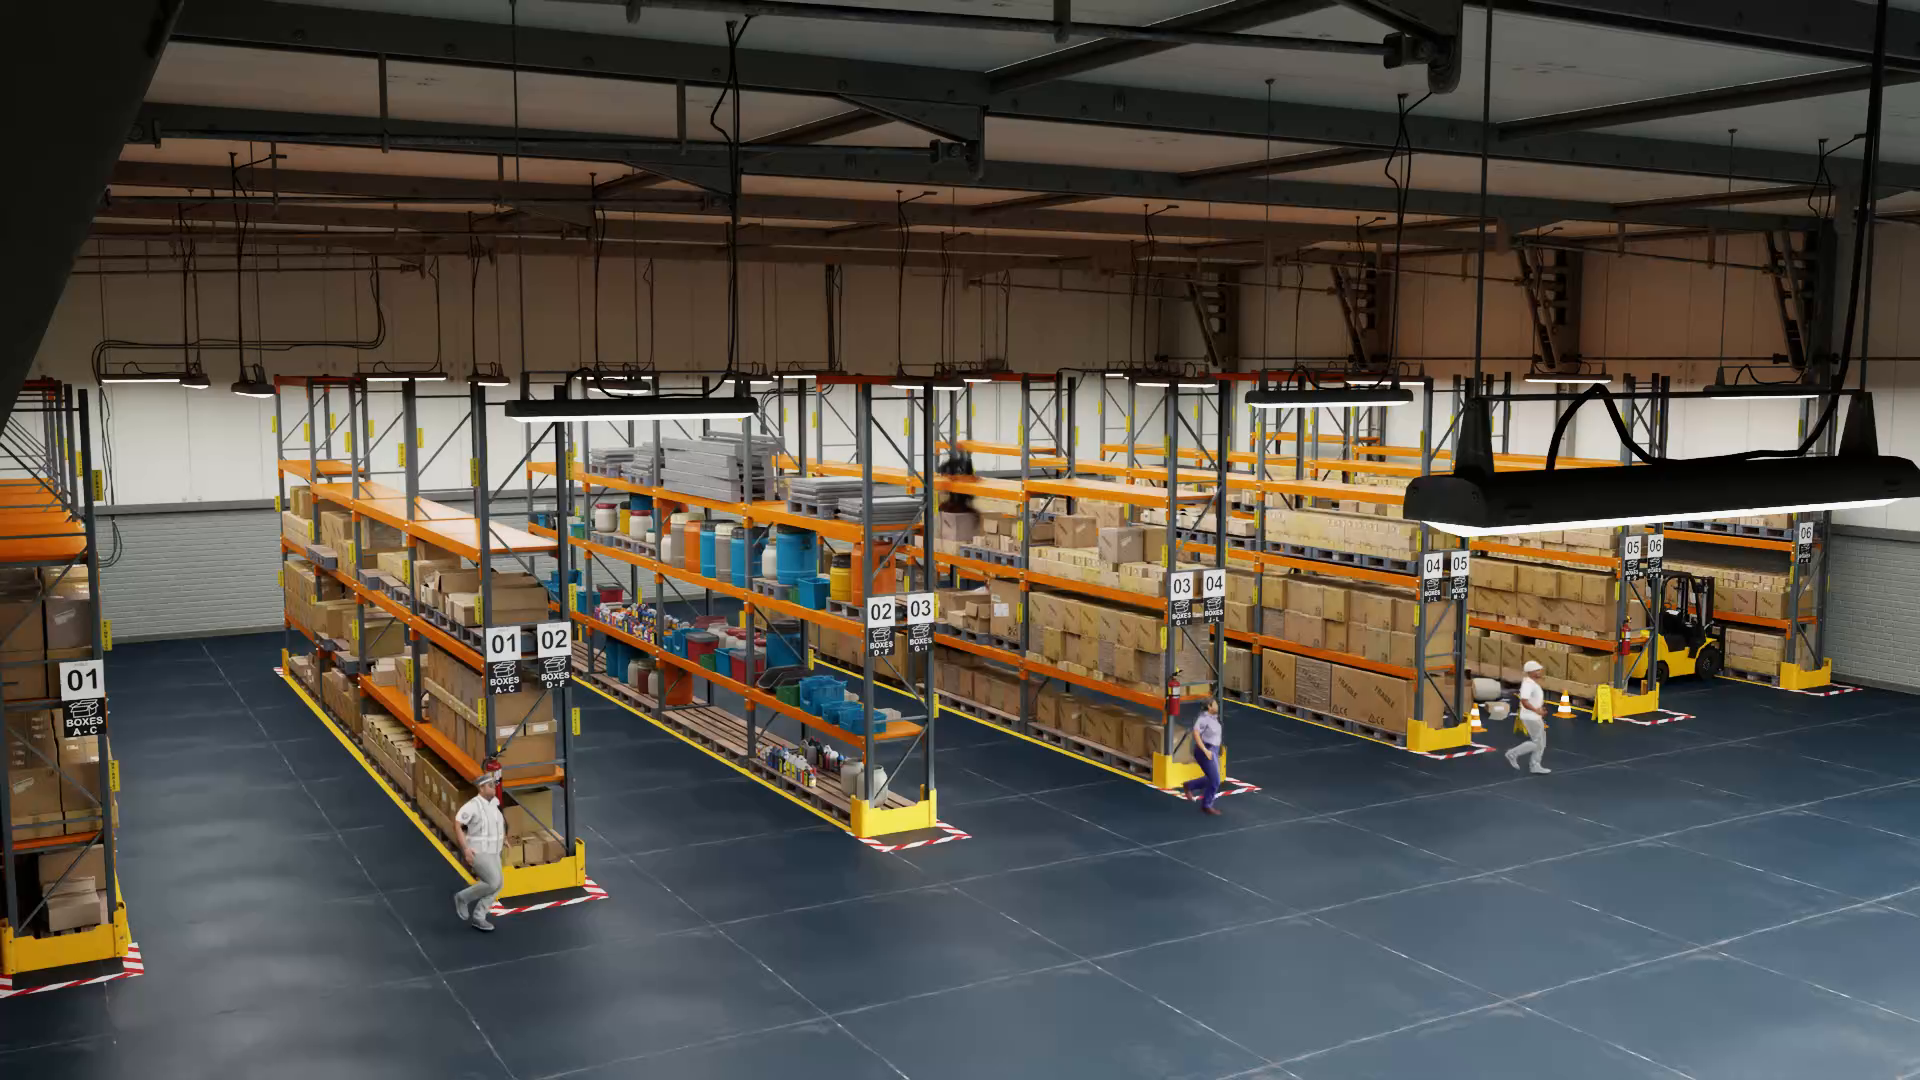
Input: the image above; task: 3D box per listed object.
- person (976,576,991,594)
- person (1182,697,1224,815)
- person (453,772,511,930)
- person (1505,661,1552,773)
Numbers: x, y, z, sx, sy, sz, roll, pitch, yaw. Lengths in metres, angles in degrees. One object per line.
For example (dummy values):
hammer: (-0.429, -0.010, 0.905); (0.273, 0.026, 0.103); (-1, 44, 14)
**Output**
person: (0.572, 1.569, 36.400); (0.534, 1.556, 0.615); (-4, 8, -34)
person: (3.434, 3.004, 23.368); (0.621, 1.607, 0.649); (3, 7, 26)
person: (-5.292, 3.451, 18.611); (0.548, 1.707, 0.699); (2, 7, 20)
person: (8.693, 2.699, 25.364); (0.687, 1.737, 0.733); (2, 7, 20)
